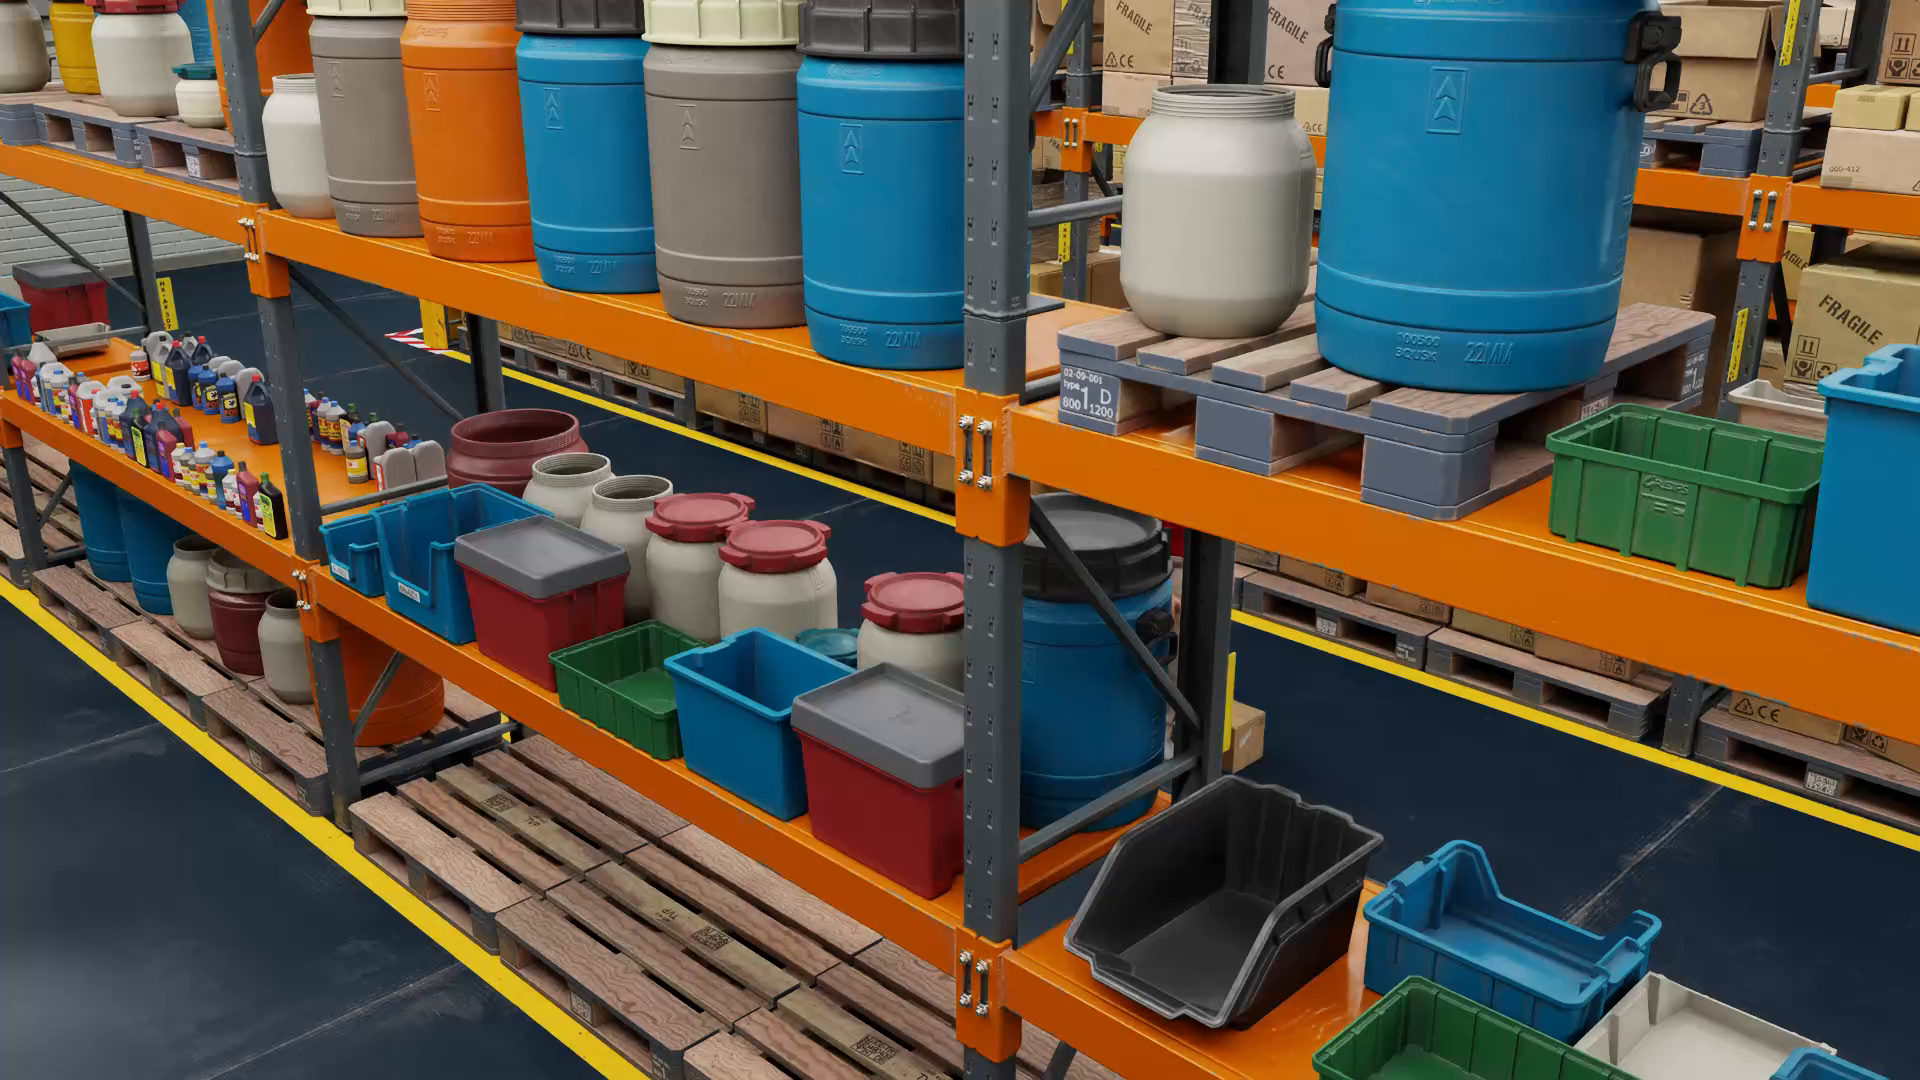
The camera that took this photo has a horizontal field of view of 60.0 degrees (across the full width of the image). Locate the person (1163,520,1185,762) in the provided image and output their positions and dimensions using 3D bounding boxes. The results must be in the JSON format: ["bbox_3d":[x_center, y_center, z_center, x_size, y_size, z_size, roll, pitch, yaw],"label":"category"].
[{"bbox_3d":[1.126,0.203,8.056,0.392,1.725,0.588,17,27,39],"label":"person"}]
